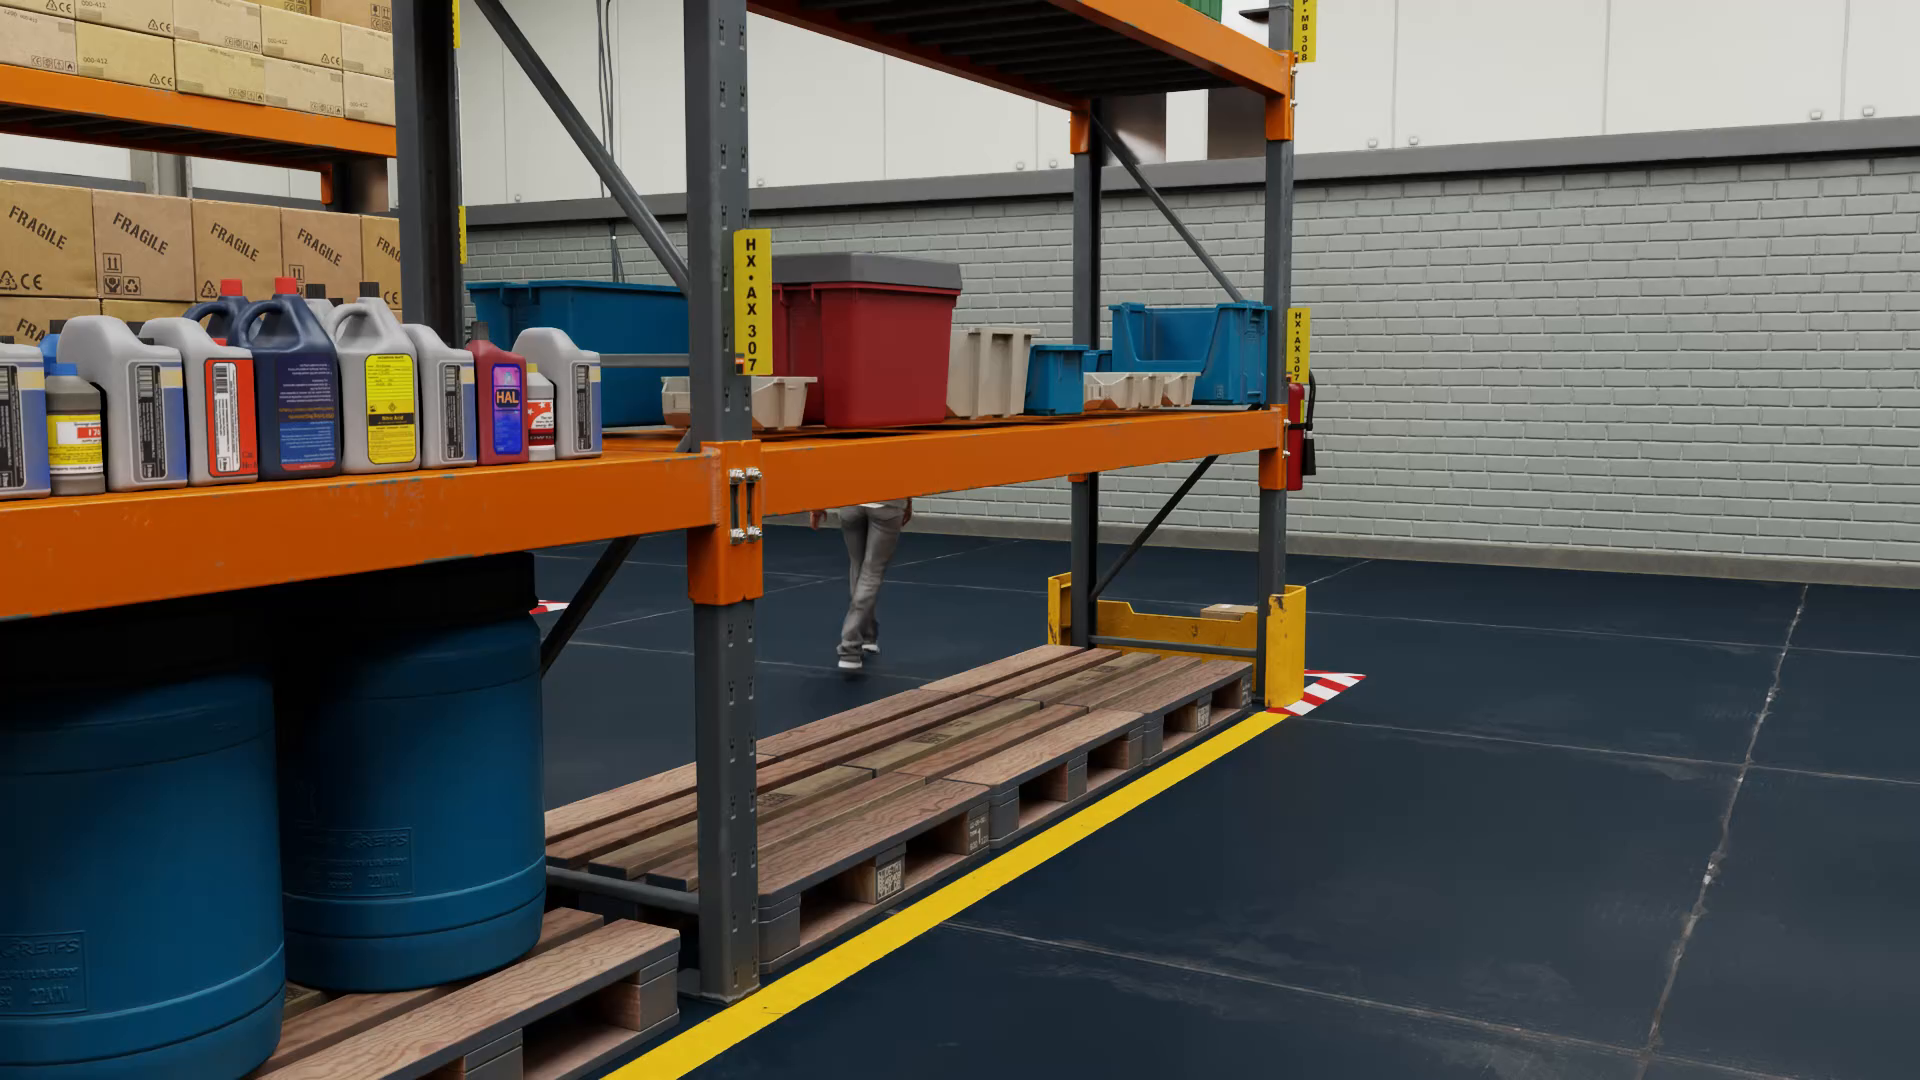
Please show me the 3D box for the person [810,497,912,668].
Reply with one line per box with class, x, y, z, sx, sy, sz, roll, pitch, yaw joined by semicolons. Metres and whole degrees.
person;-0.427;-0.159;8.166;0.483;1.560;0.760;2;6;17
